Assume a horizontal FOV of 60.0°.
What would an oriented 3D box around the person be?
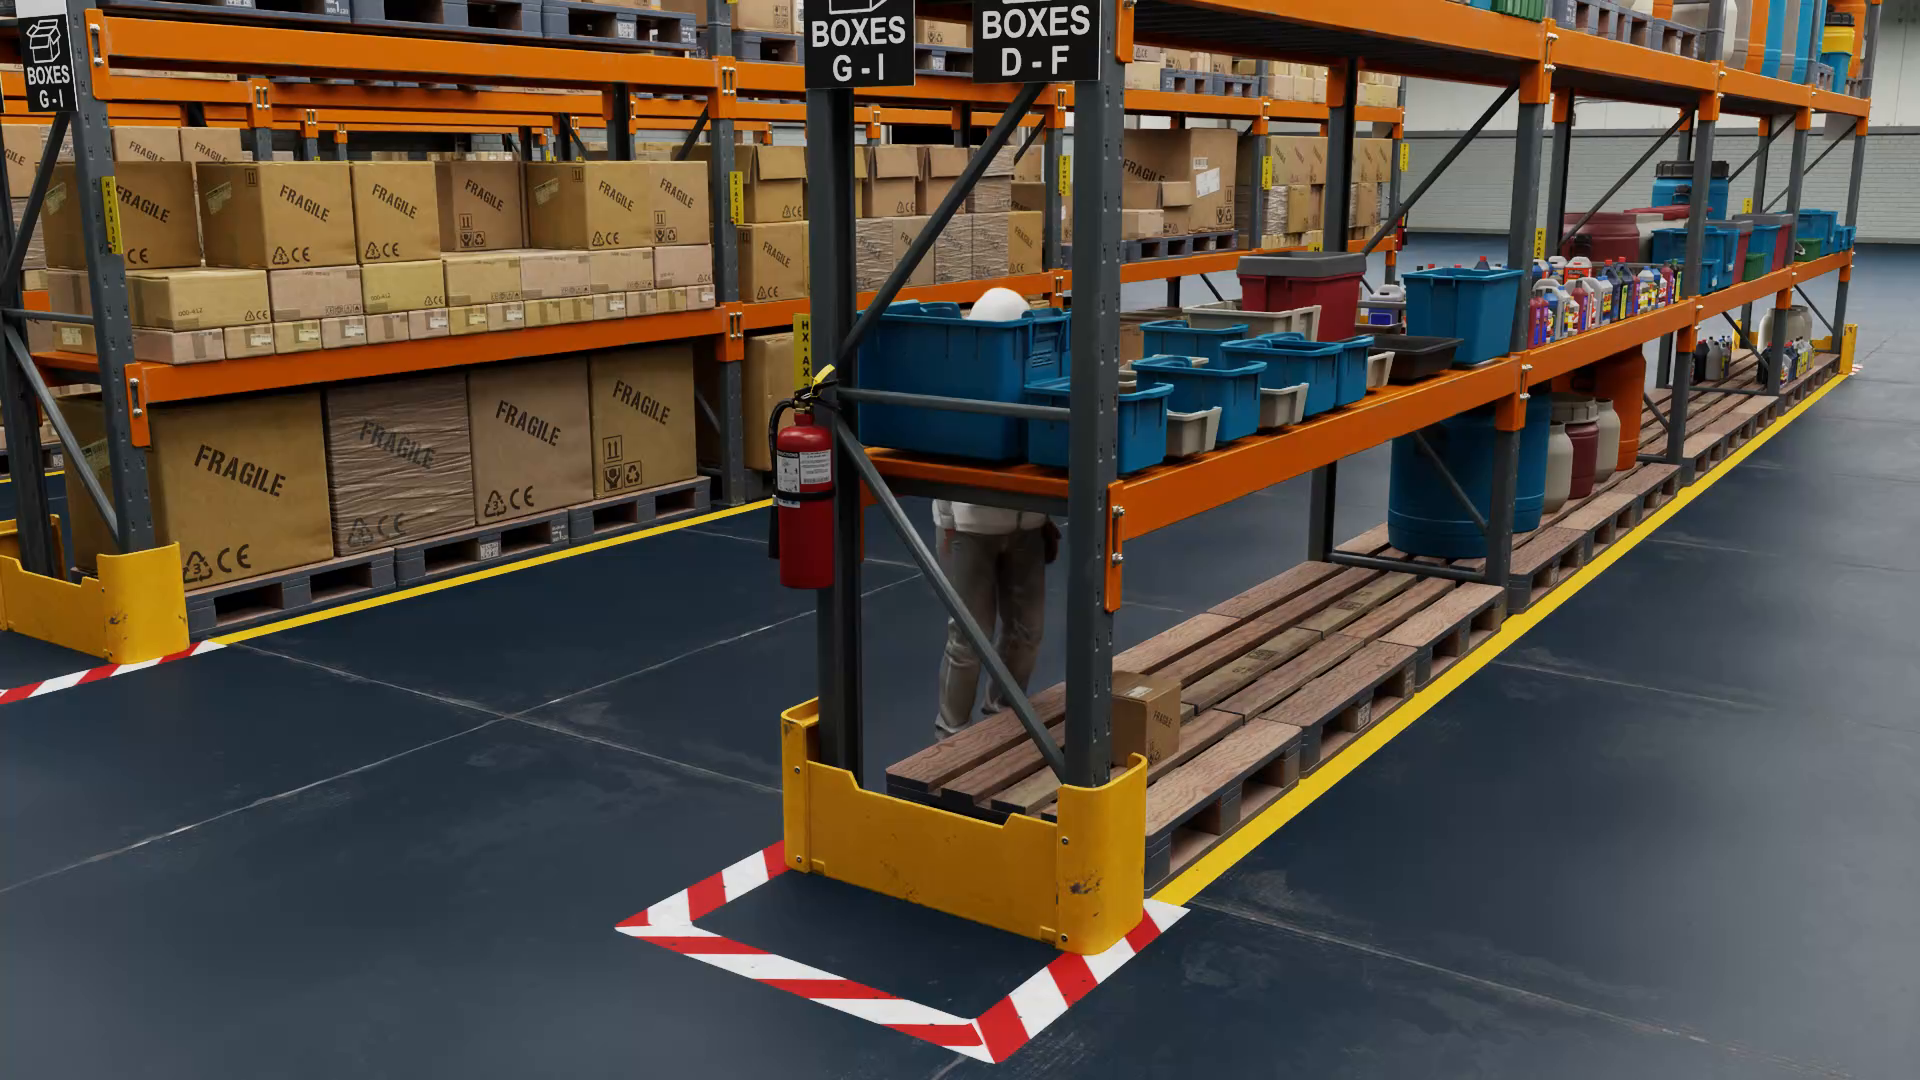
[{"bbox_3d":[0.134,-0.050,6.174,0.535,1.763,0.364,-10,16,-37],"label":"person"}]
